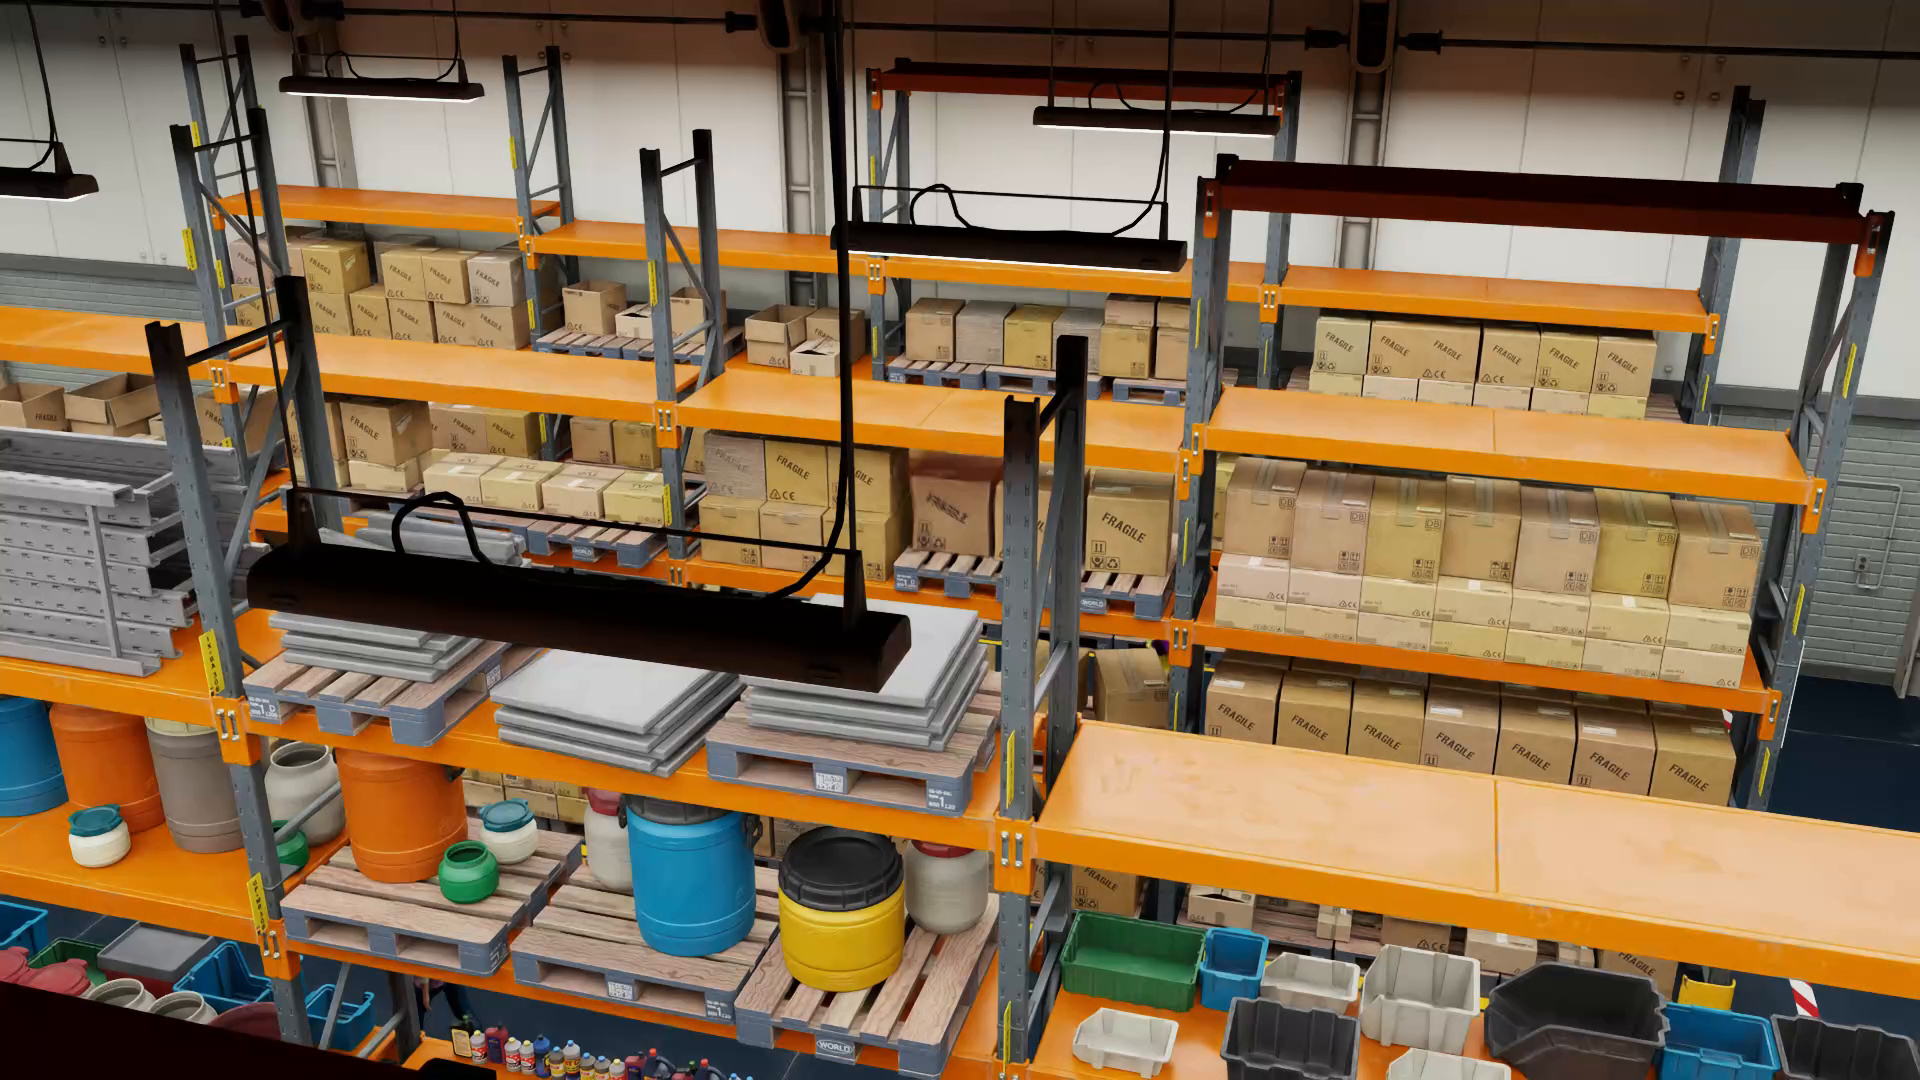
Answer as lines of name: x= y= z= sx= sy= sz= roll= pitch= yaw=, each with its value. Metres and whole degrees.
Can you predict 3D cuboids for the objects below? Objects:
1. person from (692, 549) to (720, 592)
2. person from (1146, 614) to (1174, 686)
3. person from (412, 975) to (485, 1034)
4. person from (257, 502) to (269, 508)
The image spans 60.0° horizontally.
person: x=-2.521 y=0.825 z=16.617 sx=0.471 sy=1.656 sz=0.510 roll=11 pitch=25 yaw=25
person: x=1.958 y=1.279 z=15.519 sx=0.706 sy=1.675 sz=0.682 roll=11 pitch=25 yaw=25
person: x=-3.709 y=2.977 z=11.551 sx=0.953 sy=1.545 sz=0.450 roll=11 pitch=25 yaw=26
person: x=-7.698 y=0.144 z=18.238 sx=0.459 sy=1.675 sz=0.509 roll=11 pitch=25 yaw=24
